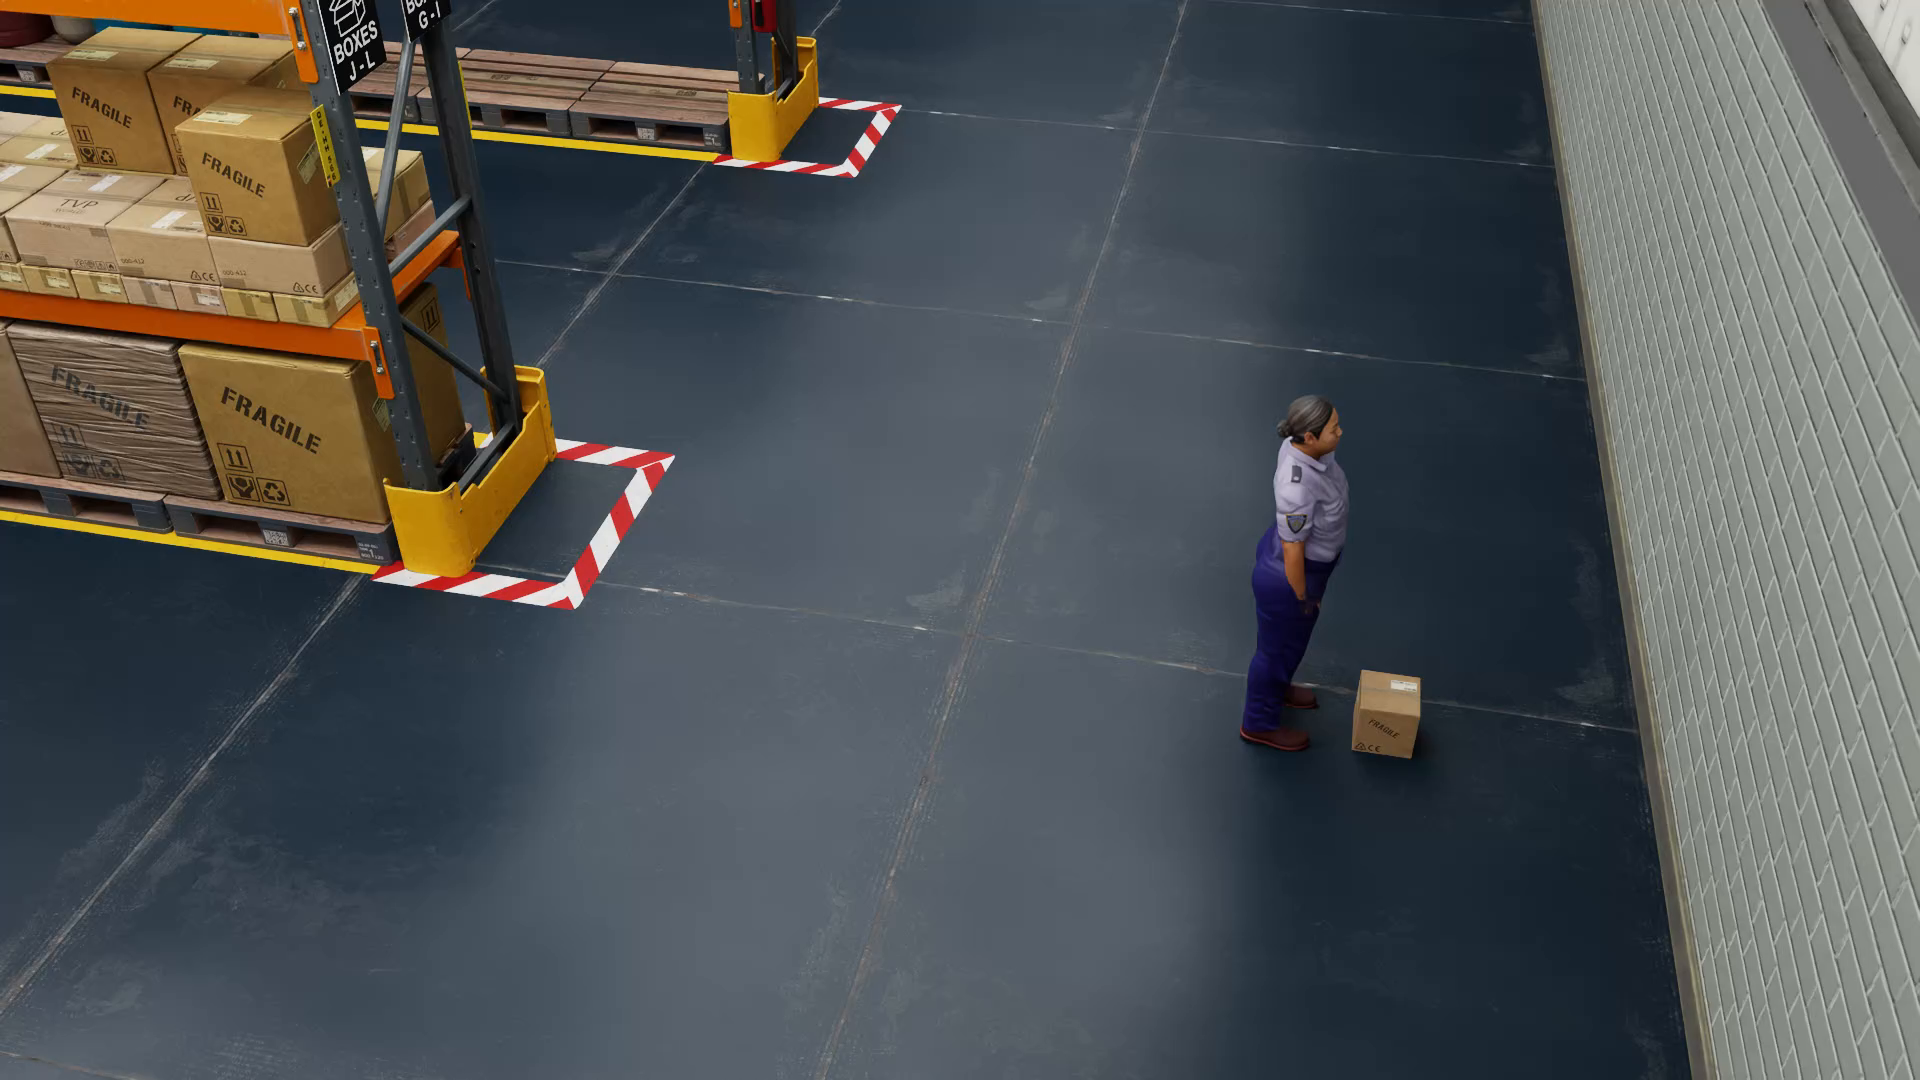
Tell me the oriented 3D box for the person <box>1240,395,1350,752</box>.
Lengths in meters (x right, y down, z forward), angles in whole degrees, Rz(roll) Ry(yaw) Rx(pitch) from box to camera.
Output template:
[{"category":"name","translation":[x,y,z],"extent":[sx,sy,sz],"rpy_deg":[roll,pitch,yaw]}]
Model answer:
[{"category":"person","translation":[1.380,0.124,6.811],"extent":[0.349,1.653,0.471],"rpy_deg":[8,38,11]}]
